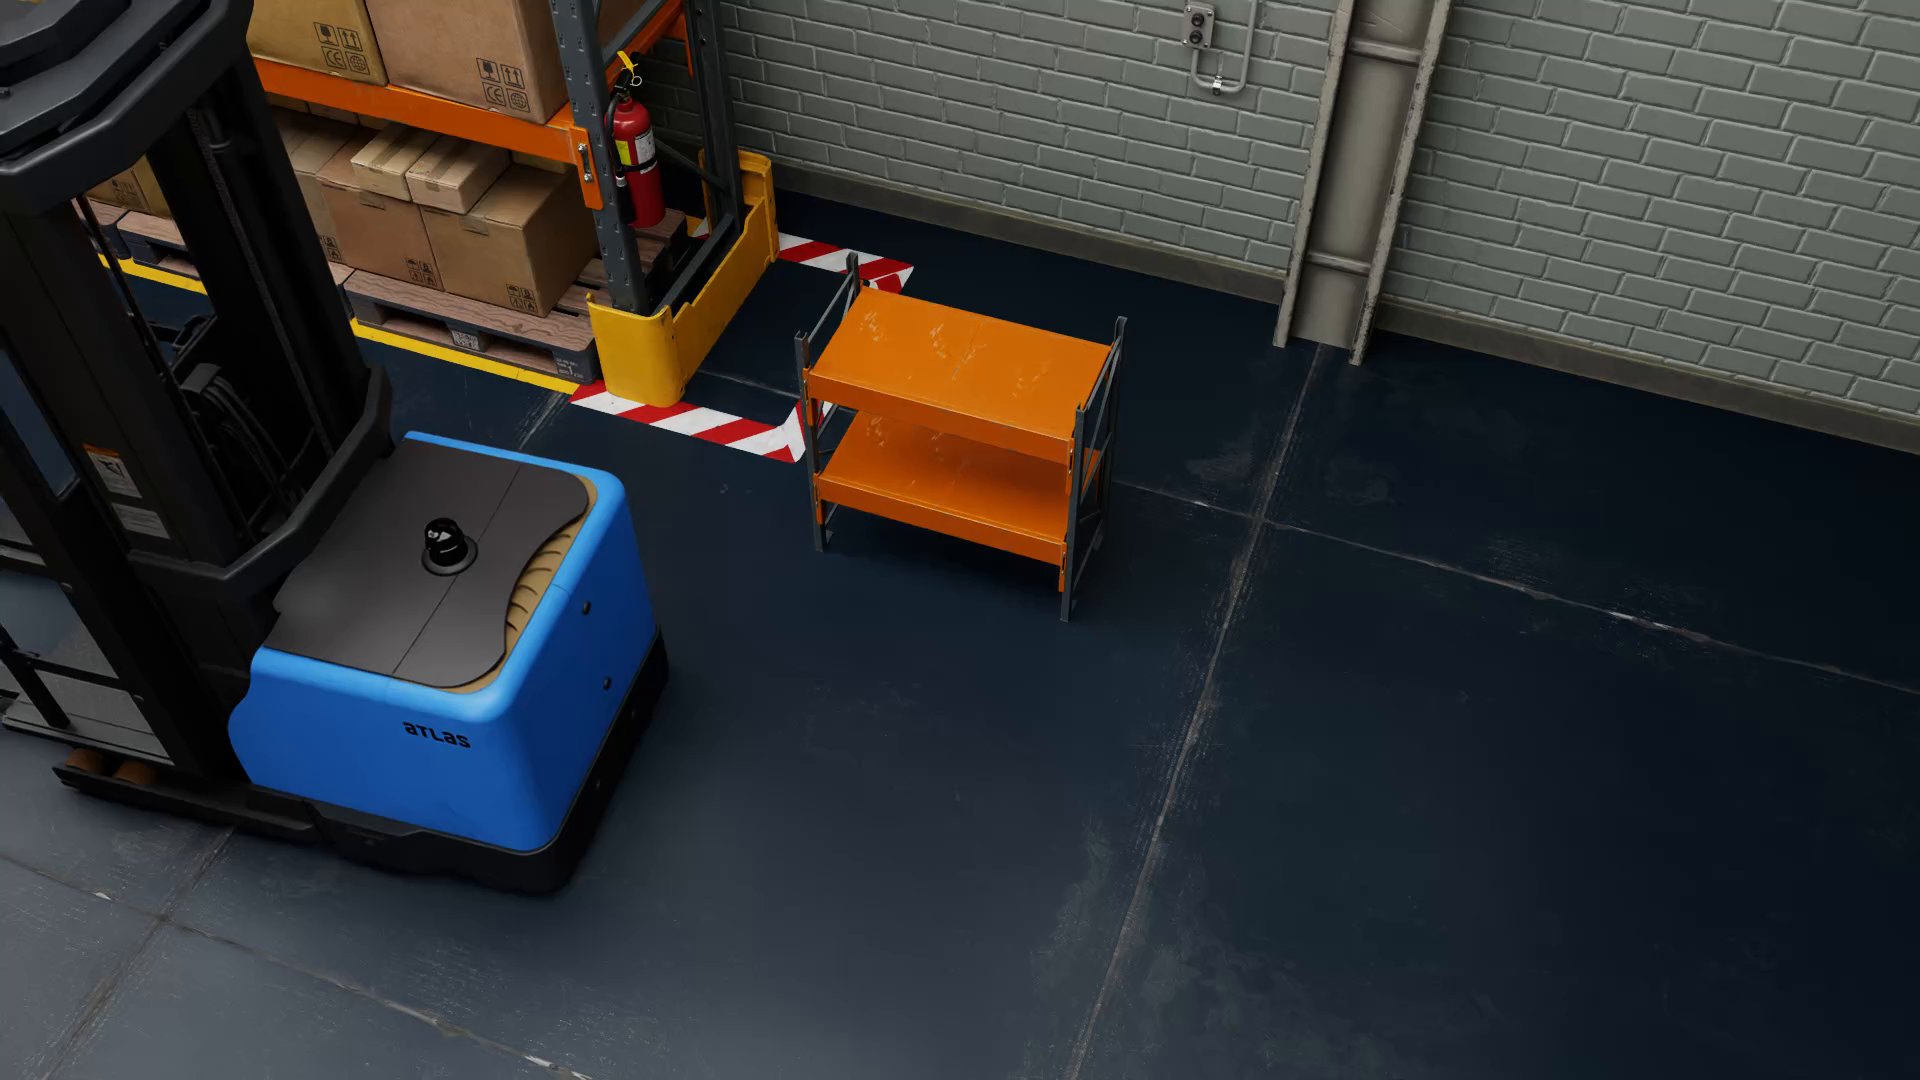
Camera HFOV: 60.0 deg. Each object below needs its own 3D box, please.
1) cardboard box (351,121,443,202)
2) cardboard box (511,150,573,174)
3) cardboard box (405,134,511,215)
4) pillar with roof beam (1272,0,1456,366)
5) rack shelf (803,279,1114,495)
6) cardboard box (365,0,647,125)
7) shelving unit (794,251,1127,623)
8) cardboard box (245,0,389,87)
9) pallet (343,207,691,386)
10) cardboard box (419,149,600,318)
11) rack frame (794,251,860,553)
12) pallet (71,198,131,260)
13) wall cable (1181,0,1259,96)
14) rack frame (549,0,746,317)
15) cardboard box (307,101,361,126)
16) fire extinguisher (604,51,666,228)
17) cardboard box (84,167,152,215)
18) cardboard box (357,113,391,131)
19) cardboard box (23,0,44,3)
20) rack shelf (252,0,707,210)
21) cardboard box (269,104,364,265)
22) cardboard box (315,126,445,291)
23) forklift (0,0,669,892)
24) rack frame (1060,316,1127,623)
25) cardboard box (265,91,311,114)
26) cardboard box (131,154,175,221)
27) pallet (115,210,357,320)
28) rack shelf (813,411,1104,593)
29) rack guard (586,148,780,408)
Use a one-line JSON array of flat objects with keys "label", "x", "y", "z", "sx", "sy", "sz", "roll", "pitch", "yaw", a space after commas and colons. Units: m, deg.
[{"label": "cardboard box", "x": -2.325, "y": -1.612, "z": 6.976, "sx": 0.250, "sy": 0.149, "sz": 0.380, "roll": 17, "pitch": 51, "yaw": 14}, {"label": "cardboard box", "x": -1.715, "y": -1.750, "z": 7.096, "sx": 0.250, "sy": 0.149, "sz": 0.380, "roll": 16, "pitch": 51, "yaw": 13}, {"label": "cardboard box", "x": -2.085, "y": -1.546, "z": 6.918, "sx": 0.250, "sy": 0.149, "sz": 0.380, "roll": 15, "pitch": 51, "yaw": 13}, {"label": "pillar with roof beam", "x": 0.131, "y": -0.817, "z": 1.370, "sx": 0.400, "sy": 9.000, "sz": 9.100, "roll": 16, "pitch": 51, "yaw": 13}, {"label": "rack shelf", "x": 0.006, "y": -0.558, "z": 5.969, "sx": 1.000, "sy": 0.278, "sz": 0.538, "roll": 16, "pitch": 51, "yaw": 13}, {"label": "cardboard box", "x": -1.692, "y": -2.222, "z": 6.359, "sx": 0.700, "sy": 0.700, "sz": 0.980, "roll": 18, "pitch": 51, "yaw": 15}, {"label": "shelving unit", "x": 0.006, "y": -0.367, "z": 6.190, "sx": 1.048, "sy": 1.125, "sz": 0.538, "roll": 16, "pitch": 51, "yaw": 13}, {"label": "cardboard box", "x": -2.378, "y": -2.405, "z": 6.518, "sx": 0.700, "sy": 0.700, "sz": 0.980, "roll": 15, "pitch": 51, "yaw": 13}, {"label": "pallet", "x": -1.987, "y": -1.238, "z": 7.550, "sx": 1.213, "sy": 0.211, "sz": 1.003, "roll": 16, "pitch": 51, "yaw": 13}, {"label": "cardboard box", "x": -1.901, "y": -1.429, "z": 7.246, "sx": 0.500, "sy": 0.500, "sz": 0.700, "roll": 16, "pitch": 51, "yaw": 13}, {"label": "rack frame", "x": -0.471, "y": -0.500, "z": 6.305, "sx": 0.032, "sy": 1.125, "sz": 0.500, "roll": 16, "pitch": 51, "yaw": 13}, {"label": "pallet", "x": -4.276, "y": -1.877, "z": 8.104, "sx": 1.213, "sy": 0.211, "sz": 1.003, "roll": 16, "pitch": 51, "yaw": 13}, {"label": "wall cable", "x": 0.319, "y": -2.666, "z": 6.270, "sx": 1.851, "sy": 1.984, "sz": 0.084, "roll": 16, "pitch": 51, "yaw": 13}, {"label": "rack frame", "x": -1.210, "y": -1.998, "z": 6.363, "sx": 0.127, "sy": 3.000, "sz": 1.000, "roll": 16, "pitch": 51, "yaw": 13}, {"label": "cardboard box", "x": -2.664, "y": -2.015, "z": 7.325, "sx": 0.250, "sy": 0.149, "sz": 0.380, "roll": 16, "pitch": 51, "yaw": 14}, {"label": "fire extinguisher", "x": -1.228, "y": -1.484, "z": 6.215, "sx": 0.183, "sy": 0.674, "sz": 0.296, "roll": 16, "pitch": 51, "yaw": 13}, {"label": "cardboard box", "x": -3.826, "y": -1.962, "z": 7.708, "sx": 0.500, "sy": 0.500, "sz": 0.700, "roll": 15, "pitch": 51, "yaw": 13}, {"label": "cardboard box", "x": -2.425, "y": -1.948, "z": 7.267, "sx": 0.250, "sy": 0.149, "sz": 0.380, "roll": 16, "pitch": 51, "yaw": 13}, {"label": "cardboard box", "x": -3.776, "y": -2.795, "z": 6.855, "sx": 0.700, "sy": 0.700, "sz": 0.980, "roll": 14, "pitch": 51, "yaw": 12}, {"label": "rack shelf", "x": -3.086, "y": -2.286, "z": 7.089, "sx": 4.000, "sy": 0.370, "sz": 1.077, "roll": 16, "pitch": 51, "yaw": 13}, {"label": "cardboard box", "x": -2.843, "y": -1.691, "z": 7.474, "sx": 0.500, "sy": 0.500, "sz": 0.700, "roll": 14, "pitch": 51, "yaw": 12}, {"label": "cardboard box", "x": -2.371, "y": -1.560, "z": 7.360, "sx": 0.500, "sy": 0.500, "sz": 0.700, "roll": 15, "pitch": 51, "yaw": 13}, {"label": "forklift", "x": -2.645, "y": -0.412, "z": 5.034, "sx": 3.031, "sy": 2.935, "sz": 1.130, "roll": 12, "pitch": 50, "yaw": 10}, {"label": "rack frame", "x": 0.483, "y": -0.234, "z": 6.075, "sx": 0.032, "sy": 1.125, "sz": 0.500, "roll": 16, "pitch": 51, "yaw": 13}, {"label": "cardboard box", "x": -2.905, "y": -2.081, "z": 7.382, "sx": 0.250, "sy": 0.149, "sz": 0.380, "roll": 16, "pitch": 51, "yaw": 13}, {"label": "cardboard box", "x": -3.345, "y": -1.826, "z": 7.590, "sx": 0.500, "sy": 0.500, "sz": 0.700, "roll": 17, "pitch": 51, "yaw": 14}, {"label": "pallet", "x": -3.128, "y": -1.559, "z": 7.828, "sx": 1.213, "sy": 0.211, "sz": 1.003, "roll": 16, "pitch": 51, "yaw": 13}, {"label": "rack shelf", "x": 0.006, "y": -0.207, "z": 6.375, "sx": 1.000, "sy": 0.278, "sz": 0.538, "roll": 16, "pitch": 51, "yaw": 13}, {"label": "rack guard", "x": -1.187, "y": -1.173, "z": 7.302, "sx": 0.348, "sy": 0.500, "sz": 1.175, "roll": 16, "pitch": 51, "yaw": 13}]
